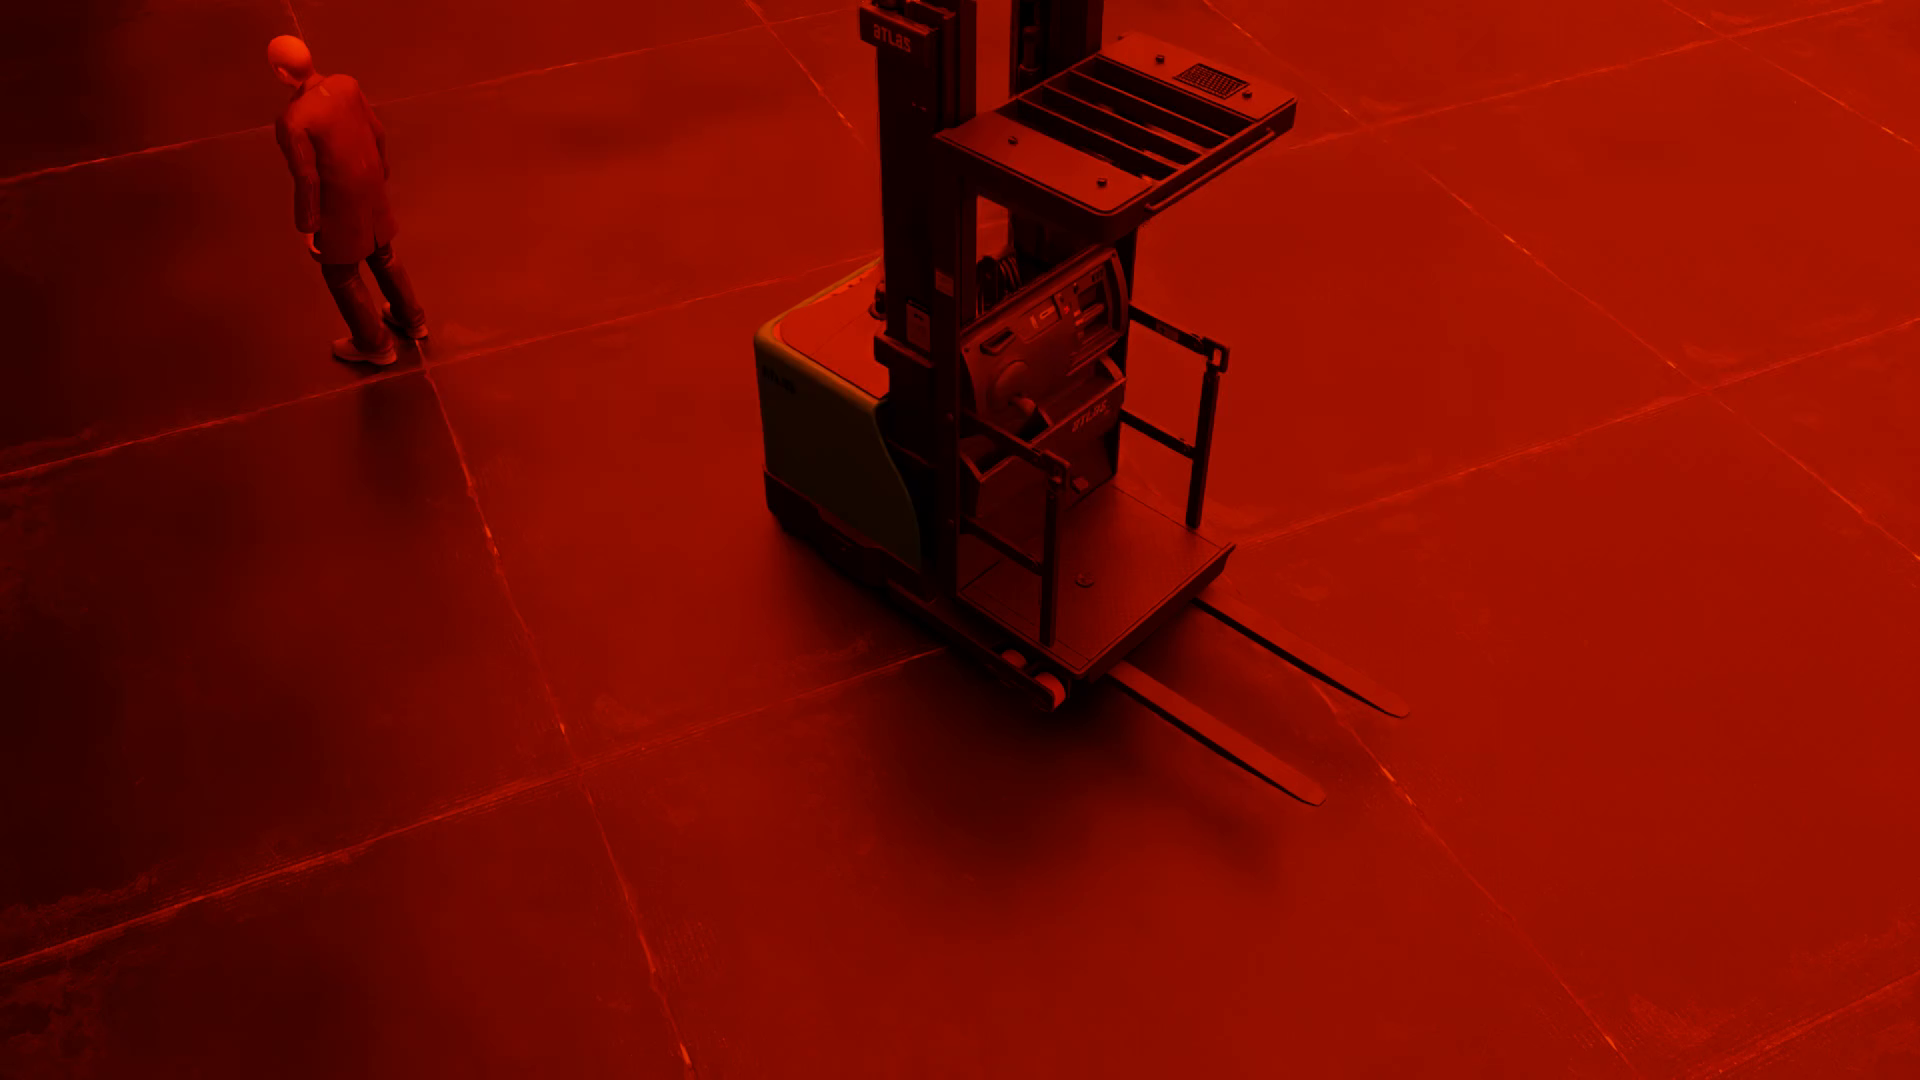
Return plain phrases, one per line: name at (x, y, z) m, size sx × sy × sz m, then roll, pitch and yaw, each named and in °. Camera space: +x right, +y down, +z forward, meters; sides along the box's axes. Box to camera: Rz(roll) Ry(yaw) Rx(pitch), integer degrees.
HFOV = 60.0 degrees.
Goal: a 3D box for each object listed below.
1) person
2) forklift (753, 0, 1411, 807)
person at (-3.114, -1.701, 8.352) m, size 0.389 × 1.772 × 0.599 m, roll 18°, pitch 46°, yaw 18°
forklift at (0.500, -0.730, 6.509) m, size 3.031 × 2.867 × 1.129 m, roll 32°, pitch 52°, yaw 30°
